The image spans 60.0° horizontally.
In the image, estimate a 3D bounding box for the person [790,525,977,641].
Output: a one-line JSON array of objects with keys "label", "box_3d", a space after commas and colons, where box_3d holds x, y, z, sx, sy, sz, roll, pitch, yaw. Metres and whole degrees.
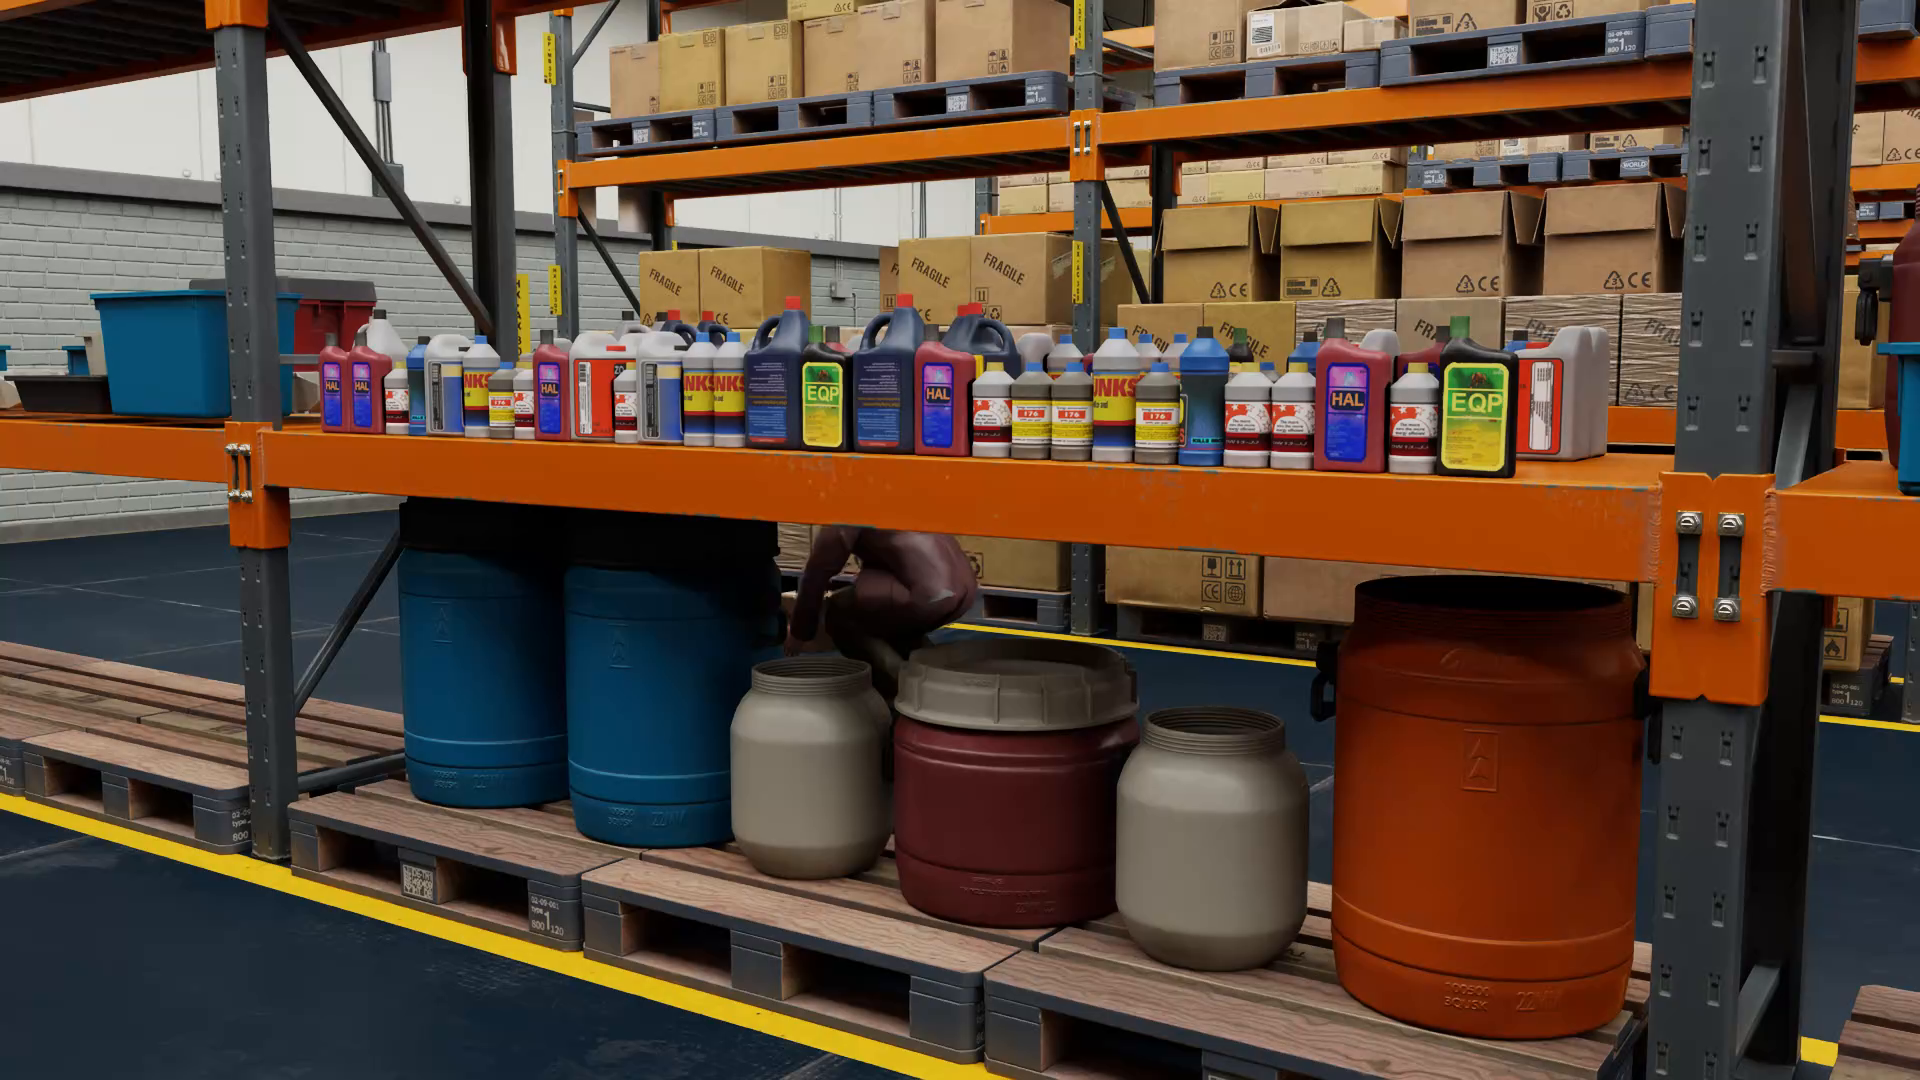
[{"label": "person", "box_3d": [-0.323, 0.124, 7.310, 0.824, 0.681, 0.611, 4, 7, 33]}]
